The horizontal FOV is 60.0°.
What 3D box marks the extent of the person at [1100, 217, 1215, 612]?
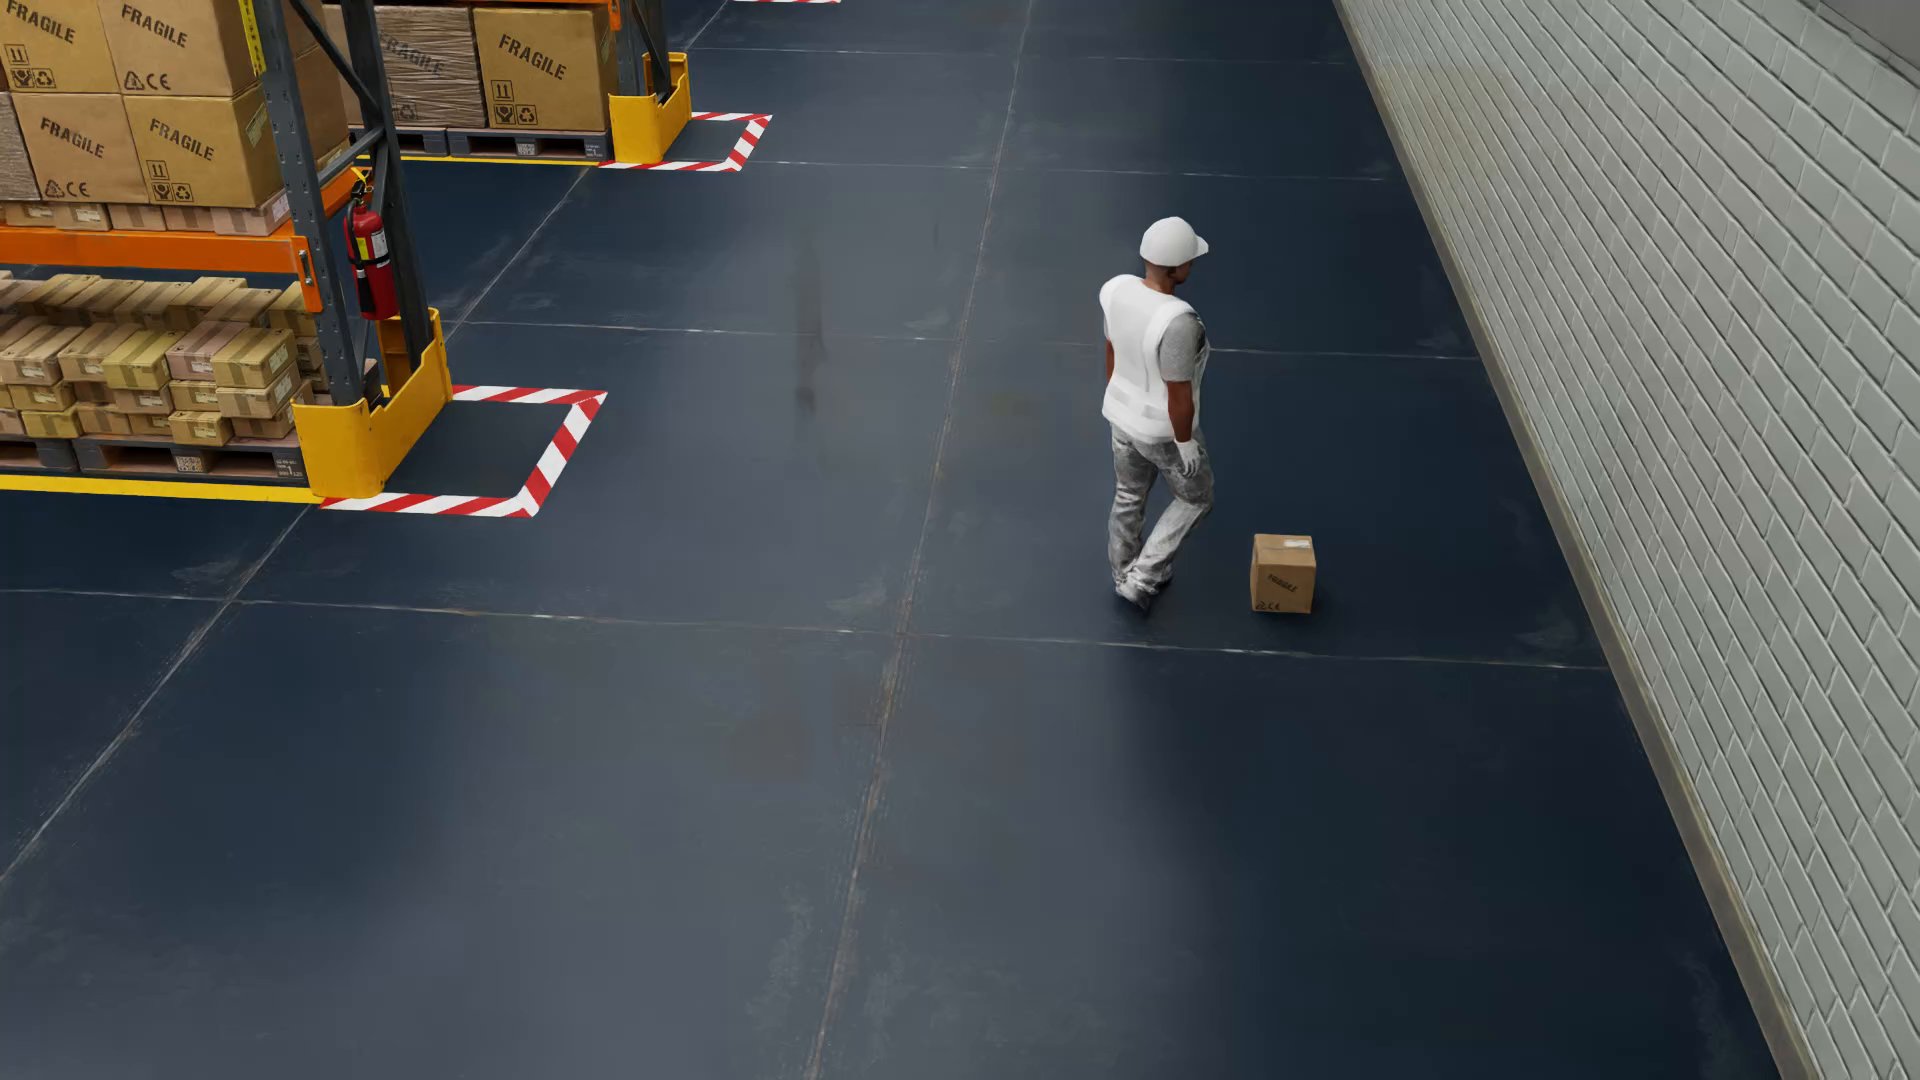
[{"bbox_3d":[0.793,-0.499,6.906,0.483,1.786,0.577,-20,37,-28],"label":"person"}]
